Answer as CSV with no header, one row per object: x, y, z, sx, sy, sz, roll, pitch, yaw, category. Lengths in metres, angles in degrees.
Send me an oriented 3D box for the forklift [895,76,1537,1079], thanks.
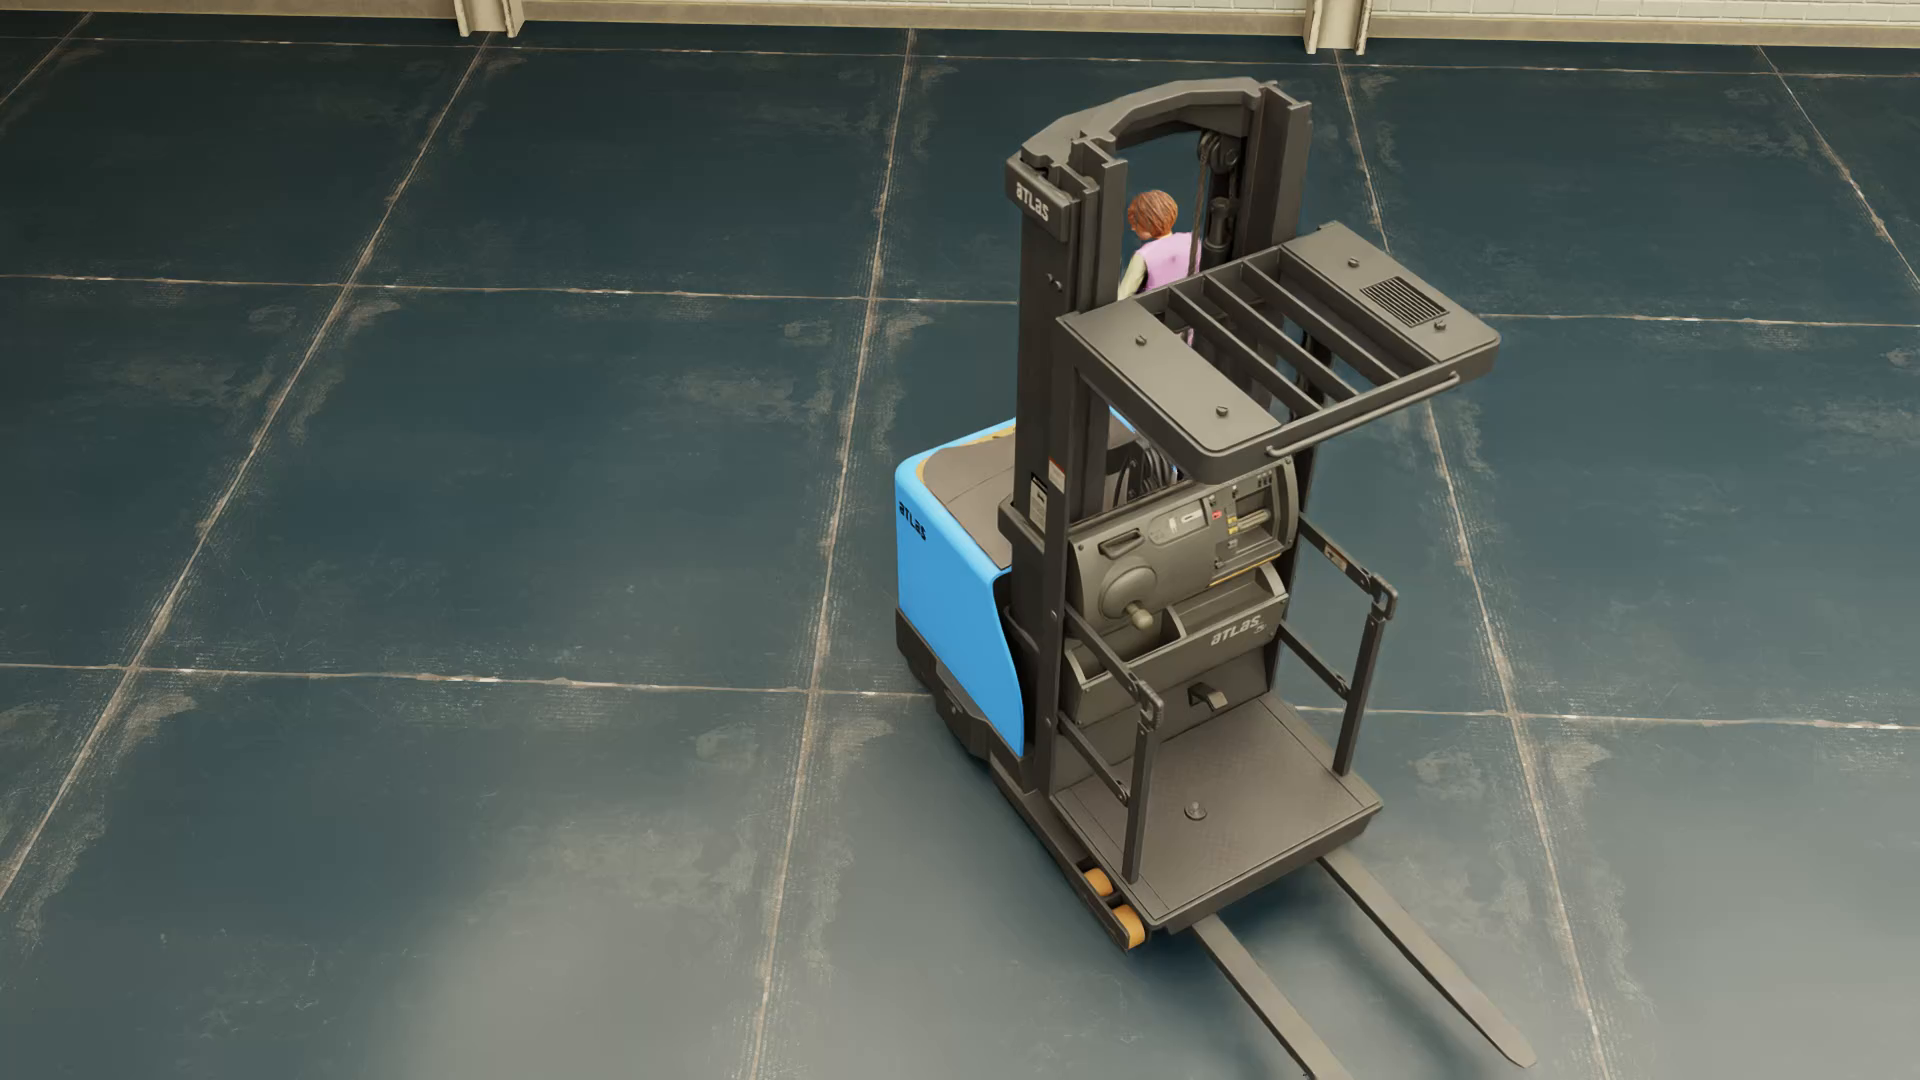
0.905,0.088,5.645,1.130,2.935,3.031,-22,47,-22,forklift

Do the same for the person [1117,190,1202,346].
0.967,-0.959,7.950,0.692,1.404,0.583,-4,43,-4,person
